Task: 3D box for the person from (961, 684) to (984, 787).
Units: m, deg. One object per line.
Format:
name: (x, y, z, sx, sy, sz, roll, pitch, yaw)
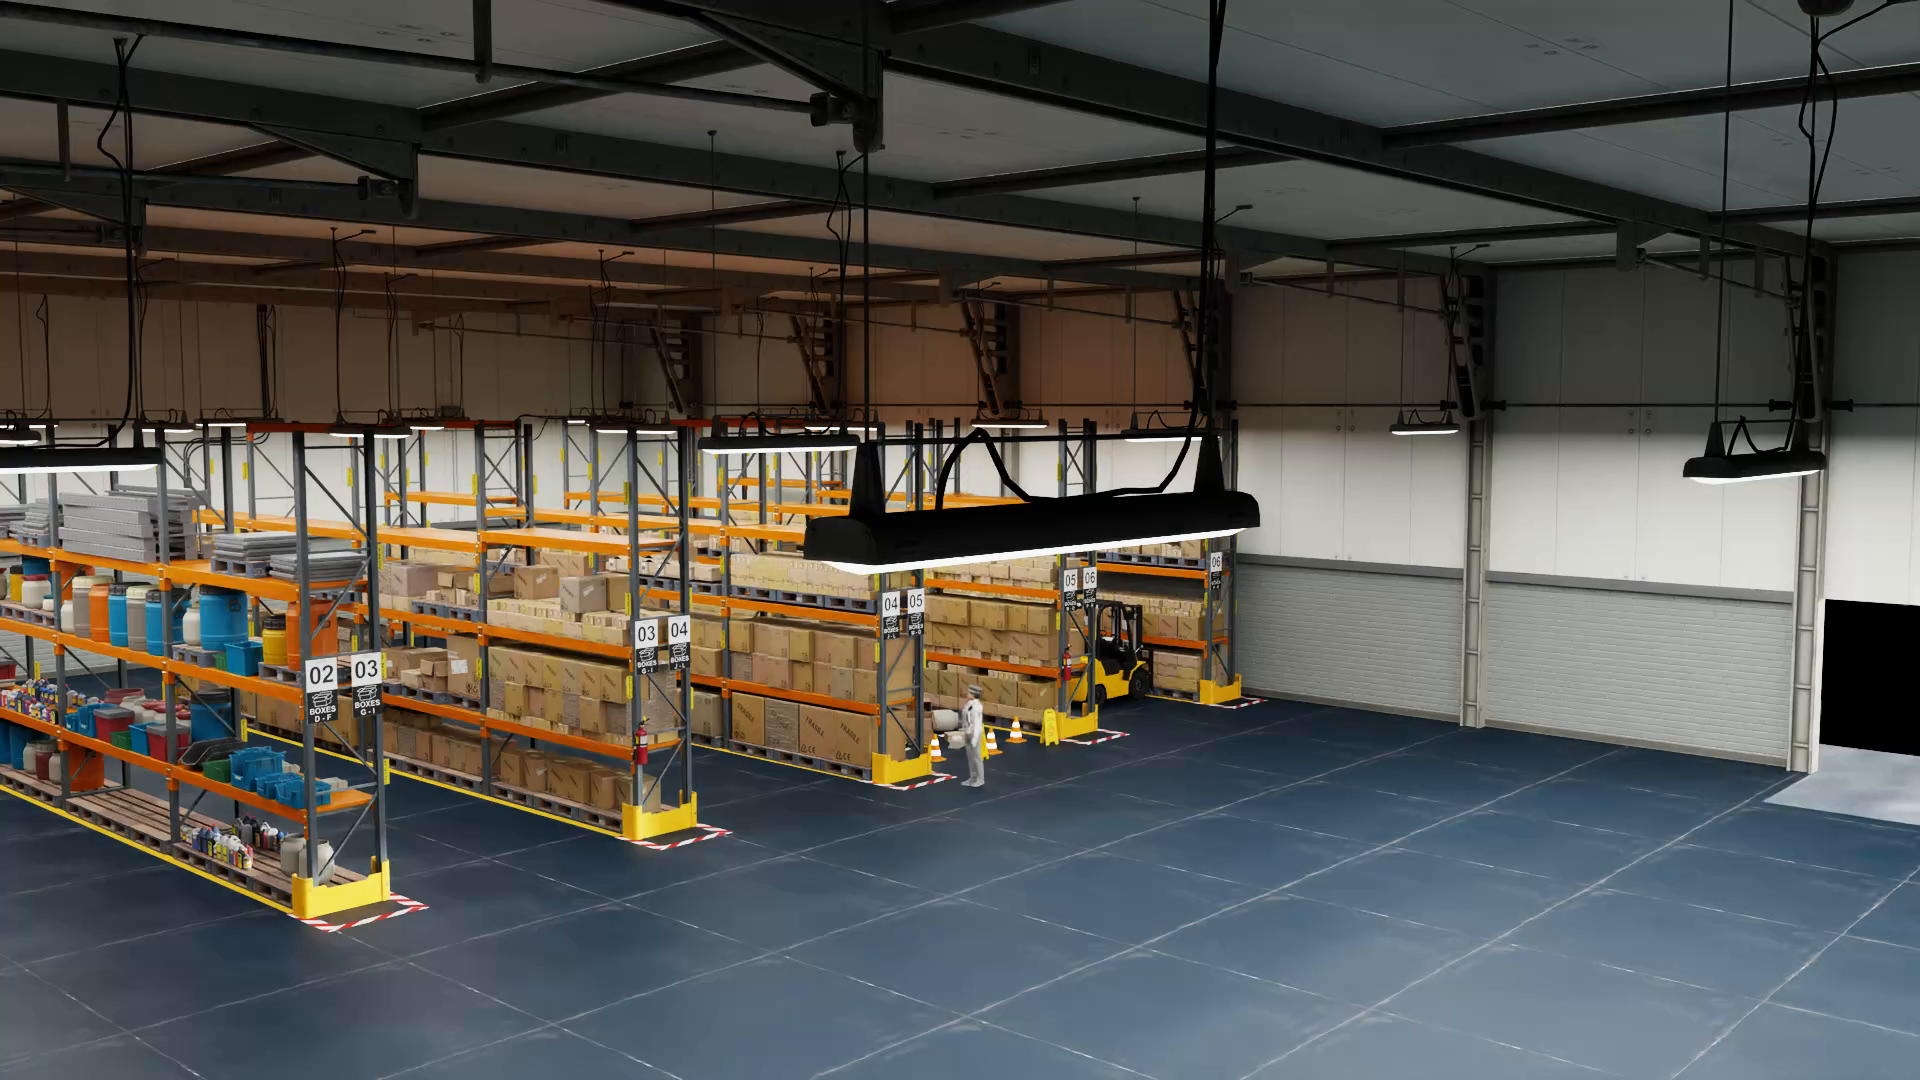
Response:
person: (0.212, 3.244, 27.570, 0.363, 1.705, 0.529, -2, 5, -27)
